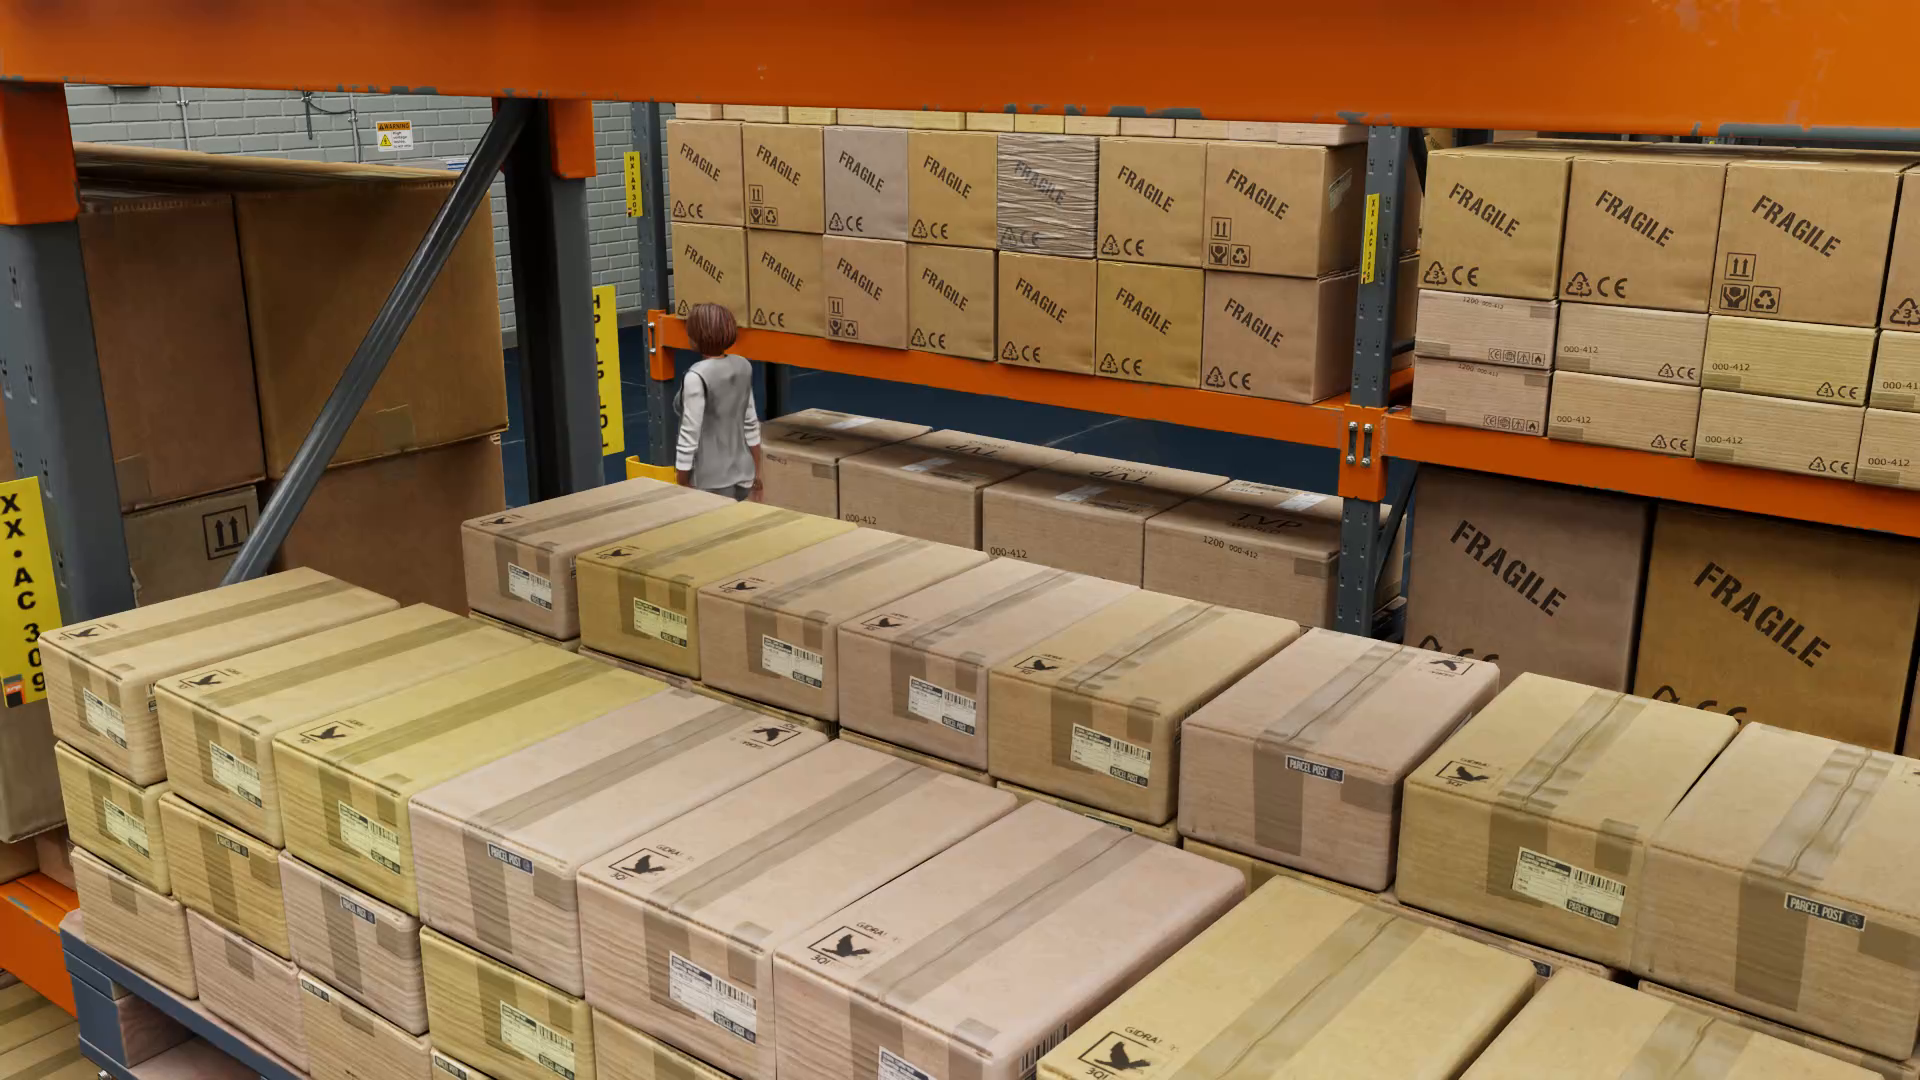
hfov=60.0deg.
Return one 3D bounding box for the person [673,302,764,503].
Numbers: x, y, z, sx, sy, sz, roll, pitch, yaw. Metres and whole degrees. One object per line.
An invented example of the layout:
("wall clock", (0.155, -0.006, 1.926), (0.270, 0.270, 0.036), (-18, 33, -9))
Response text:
("person", (-1.068, -0.248, 7.276), (0.422, 1.592, 0.449), (10, 20, 30))
